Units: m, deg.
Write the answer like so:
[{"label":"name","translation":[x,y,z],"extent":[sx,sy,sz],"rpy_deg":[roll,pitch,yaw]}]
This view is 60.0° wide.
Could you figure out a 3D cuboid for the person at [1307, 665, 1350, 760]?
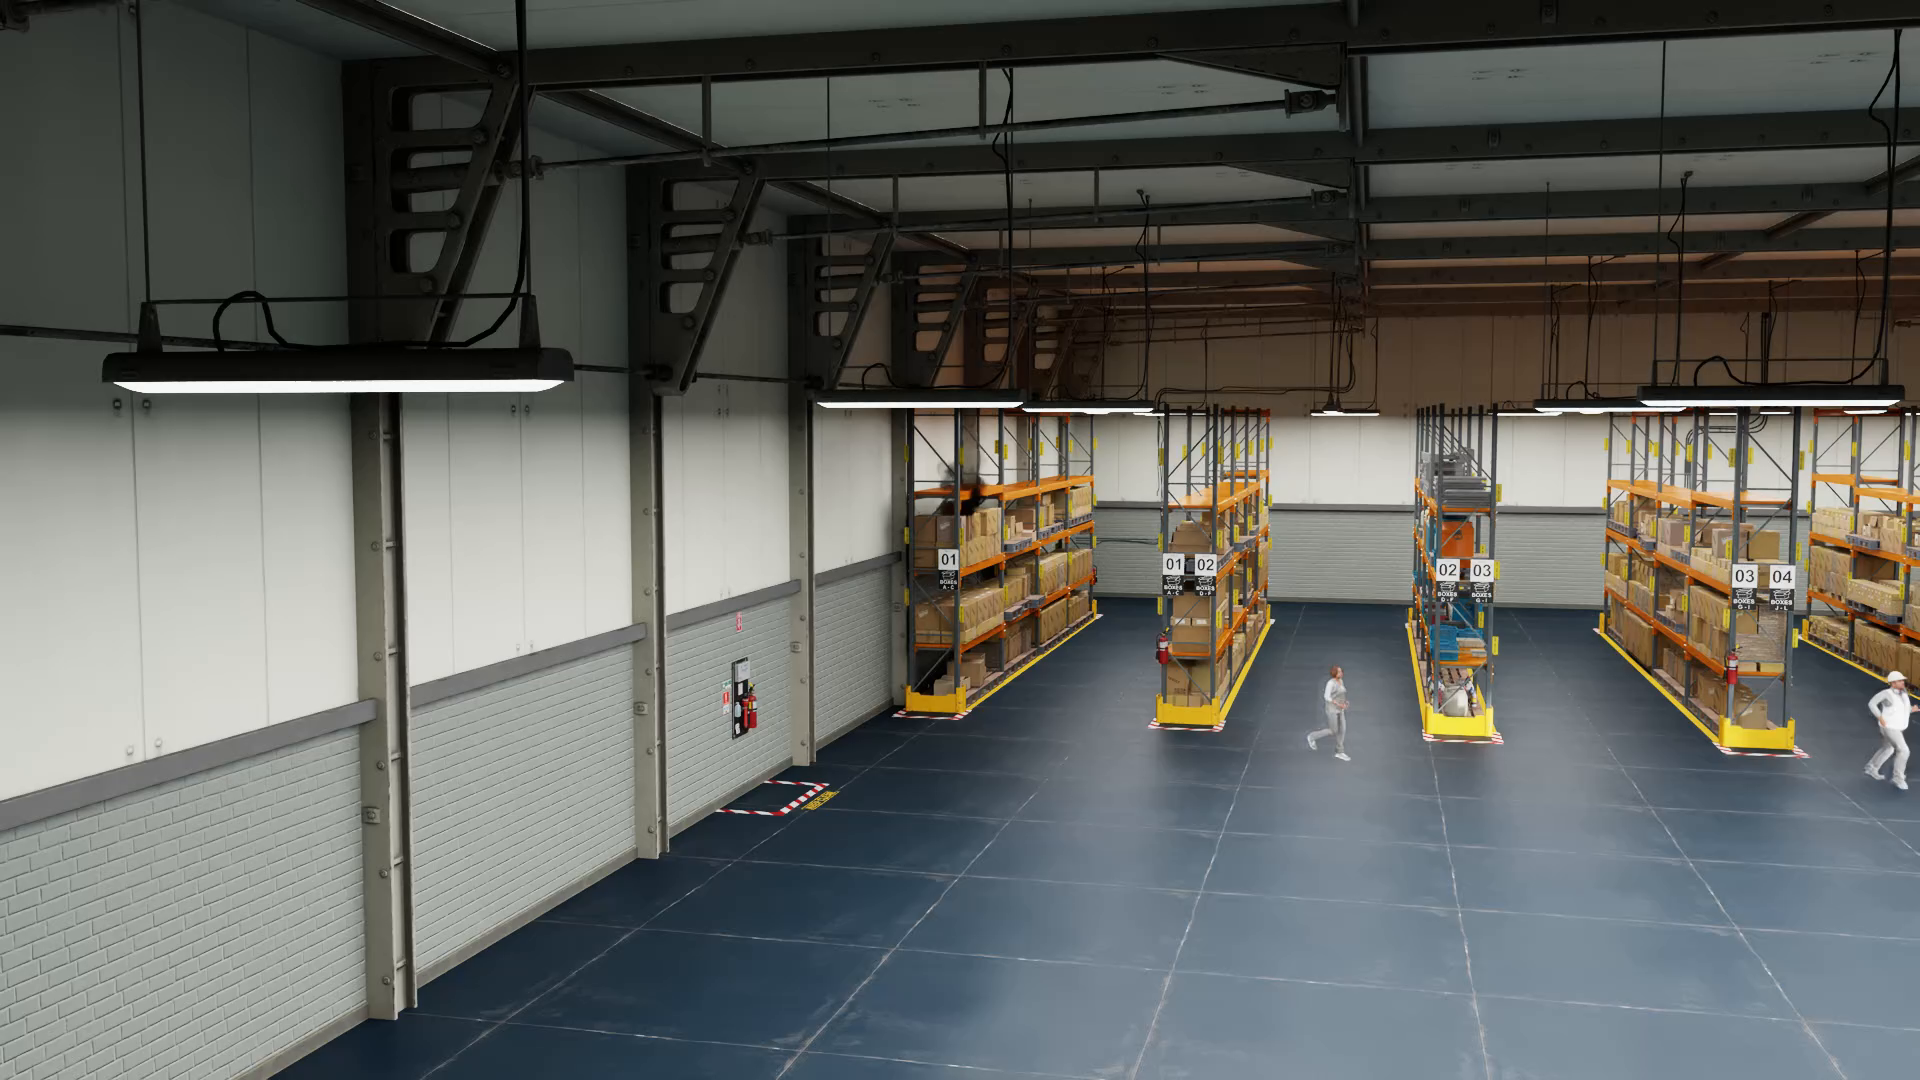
[{"label":"person","translation":[6.280,2.903,28.119],"extent":[0.741,1.592,0.545],"rpy_deg":[3,5,39]}]

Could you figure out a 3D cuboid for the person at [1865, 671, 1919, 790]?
[{"label":"person","translation":[14.584,2.959,25.995],"extent":[0.628,1.843,0.778],"rpy_deg":[-3,5,-35]}]
